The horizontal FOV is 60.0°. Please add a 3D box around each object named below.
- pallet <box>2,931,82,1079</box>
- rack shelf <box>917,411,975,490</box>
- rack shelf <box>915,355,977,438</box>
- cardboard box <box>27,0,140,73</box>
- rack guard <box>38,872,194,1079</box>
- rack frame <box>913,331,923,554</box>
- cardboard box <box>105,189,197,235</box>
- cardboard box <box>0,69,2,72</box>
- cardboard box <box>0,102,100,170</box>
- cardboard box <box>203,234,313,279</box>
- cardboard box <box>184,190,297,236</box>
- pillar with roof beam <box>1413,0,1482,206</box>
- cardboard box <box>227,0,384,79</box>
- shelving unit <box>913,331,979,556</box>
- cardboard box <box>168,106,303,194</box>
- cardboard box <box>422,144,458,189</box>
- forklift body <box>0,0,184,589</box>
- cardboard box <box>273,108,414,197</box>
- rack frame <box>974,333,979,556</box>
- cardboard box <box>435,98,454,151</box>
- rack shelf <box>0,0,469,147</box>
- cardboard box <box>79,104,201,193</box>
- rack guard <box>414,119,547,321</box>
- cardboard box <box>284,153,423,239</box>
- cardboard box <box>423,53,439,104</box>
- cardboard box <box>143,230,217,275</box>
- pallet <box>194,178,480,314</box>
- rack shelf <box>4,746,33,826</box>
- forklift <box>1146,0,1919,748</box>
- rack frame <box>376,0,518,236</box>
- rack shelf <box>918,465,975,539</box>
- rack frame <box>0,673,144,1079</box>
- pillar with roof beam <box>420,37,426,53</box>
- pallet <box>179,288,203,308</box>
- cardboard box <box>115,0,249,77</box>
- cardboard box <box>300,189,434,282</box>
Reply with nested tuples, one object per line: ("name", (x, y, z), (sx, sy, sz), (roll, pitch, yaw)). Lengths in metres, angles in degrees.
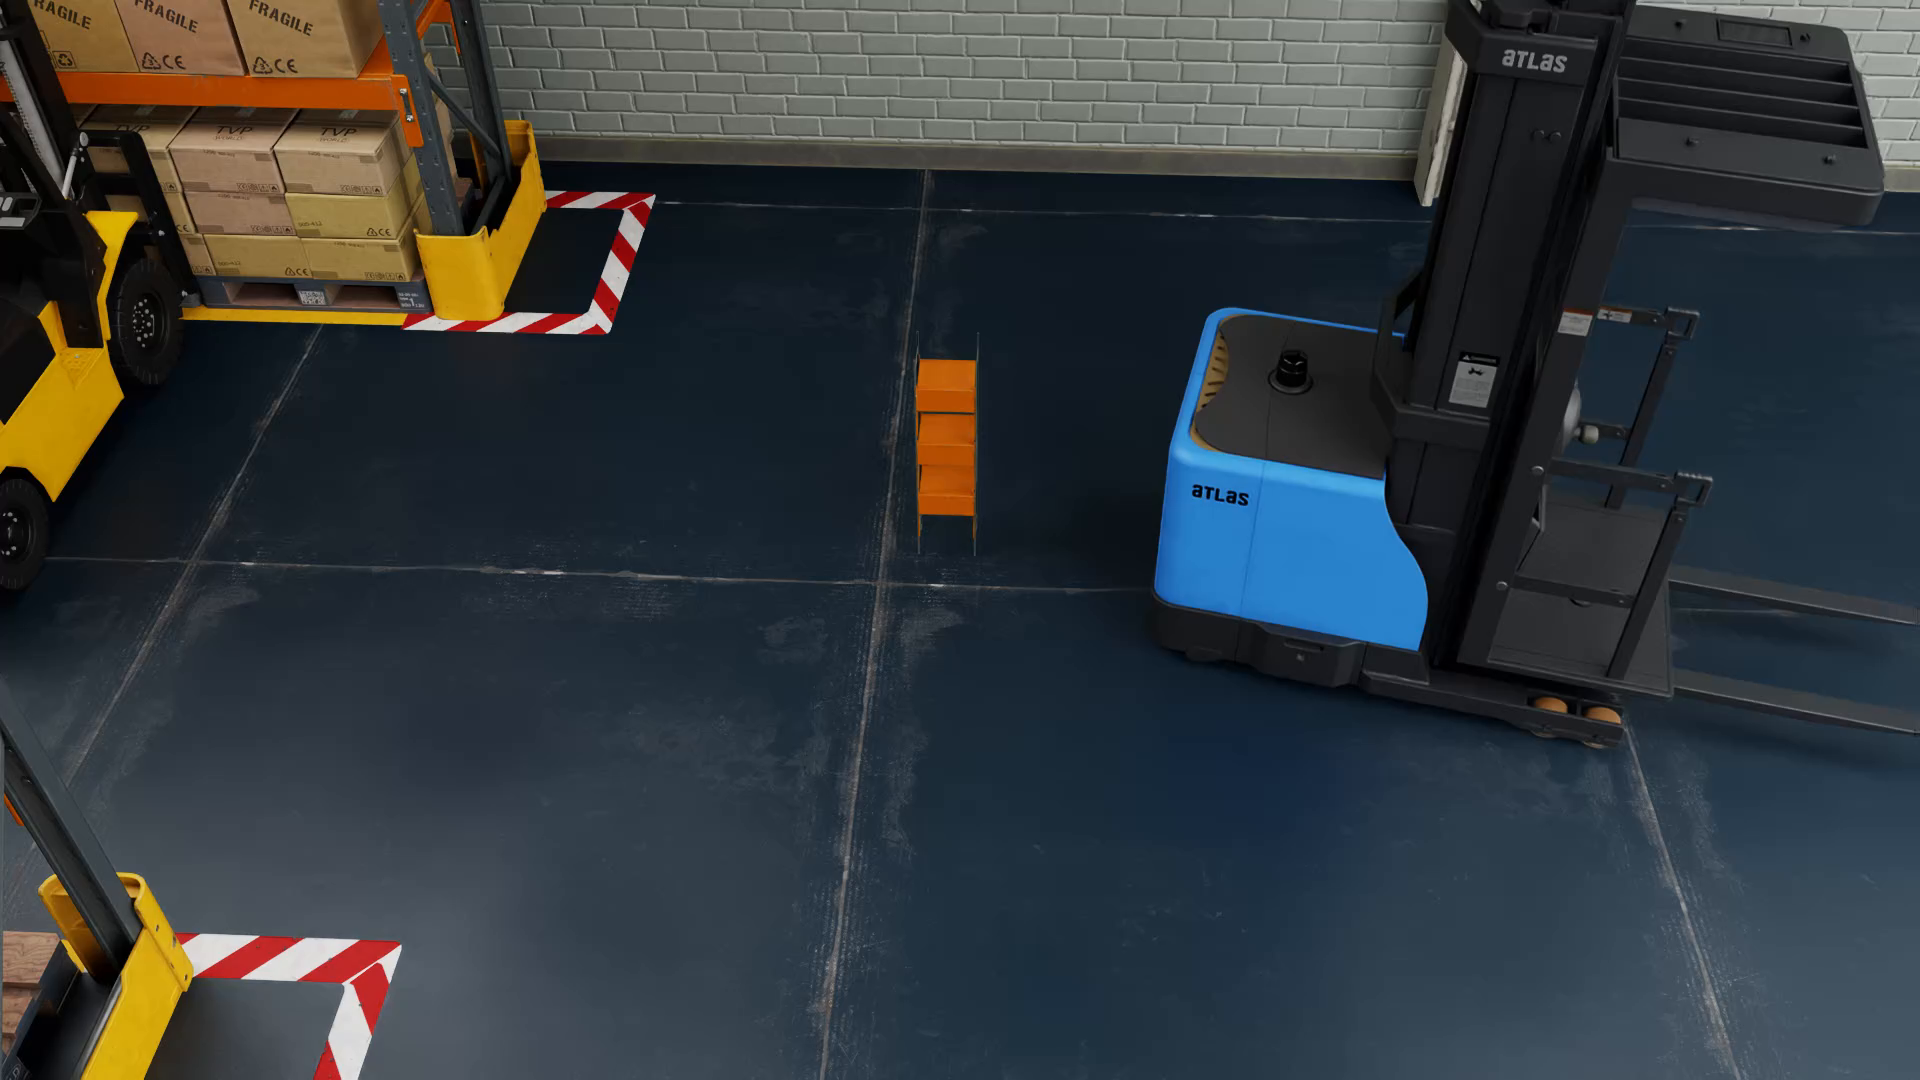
("pallet", (-3.646, 1.724, 5.329), (1.213, 0.211, 1.003), (2, 43, 2))
("rack shelf", (-0.053, -0.378, 6.986), (0.240, 0.259, 0.215), (2, 43, 2))
("rack shelf", (-0.053, -0.586, 6.793), (0.240, 0.259, 0.215), (2, 43, 2))
("cardboard box", (-4.074, -2.535, 7.783), (0.500, 0.500, 0.500), (1, 43, 1))
("rack guard", (-2.836, 1.668, 5.178), (0.348, 0.500, 1.175), (2, 43, 2))
("rack frame", (-0.175, -0.390, 6.983), (0.008, 1.050, 0.200), (2, 43, 2))
("cardboard box", (-4.058, -1.781, 8.389), (0.500, 0.250, 0.500), (1, 43, 1))
("cardboard box", (-4.577, -2.543, 7.791), (0.500, 0.500, 0.500), (2, 43, 2))
("cardboard box", (-4.535, -1.981, 8.237), (0.500, 0.250, 0.500), (1, 43, 1))
("cardboard box", (-3.521, -1.593, 8.554), (0.500, 0.250, 0.500), (2, 43, 2))
("cardboard box", (-3.542, -1.780, 8.388), (0.500, 0.250, 0.500), (1, 43, 1))
("pillar with roof beam", (2.604, -2.339, 3.245), (0.400, 9.000, 9.100), (2, 43, 2))
("cardboard box", (-3.044, -2.497, 7.742), (0.500, 0.500, 0.500), (1, 43, 1))
("shelving unit", (-0.053, -0.386, 6.979), (0.252, 1.050, 0.215), (2, 43, 2))
("cardboard box", (-3.525, -1.951, 8.205), (0.500, 0.250, 0.500), (2, 43, 3))
("cardboard box", (-3.023, -1.920, 8.905), (0.500, 0.250, 0.500), (2, 43, 2))
("forklift body", (-4.517, -1.130, 6.970), (1.214, 2.155, 2.313), (2, 43, 2))
("cardboard box", (-3.015, -1.940, 8.193), (0.500, 0.250, 0.500), (3, 43, 3))
("rack frame", (0.068, -0.382, 6.975), (0.008, 1.050, 0.200), (2, 43, 2))
("cardboard box", (-3.001, -2.111, 8.743), (0.500, 0.250, 0.500), (2, 43, 3))
("rack shelf", (-4.539, -2.423, 8.263), (4.000, 0.370, 1.077), (2, 43, 2))
("cardboard box", (-4.030, -1.960, 8.215), (0.500, 0.250, 0.500), (2, 43, 2))
("rack guard", (-2.517, -1.709, 8.803), (0.348, 0.500, 1.175), (2, 43, 2))
("cardboard box", (-3.041, -1.757, 8.363), (0.500, 0.250, 0.500), (1, 43, 1))
("cardboard box", (-3.012, -2.282, 8.560), (0.500, 0.250, 0.500), (1, 43, 1))
("cardboard box", (-4.020, -1.615, 8.577), (0.500, 0.250, 0.500), (2, 43, 2))
("pallet", (-3.307, -1.599, 8.897), (1.213, 0.211, 1.003), (2, 43, 2))
("rack shelf", (-4.758, 0.957, 4.635), (4.000, 0.370, 1.077), (2, 43, 2))
("forklift", (2.340, -0.669, 5.903), (3.031, 2.935, 1.130), (11, 44, 11))
("rack frame", (-2.541, -2.625, 7.952), (0.127, 3.000, 1.000), (2, 43, 2))
("rack shelf", (-0.053, -0.175, 7.176), (0.240, 0.259, 0.215), (2, 43, 2))
("rack frame", (-2.761, 0.755, 4.324), (0.127, 3.000, 1.000), (2, 43, 2))
("pillar with roof beam", (-3.390, -2.523, 3.442), (0.400, 9.000, 9.100), (2, 43, 2))
("pallet", (-4.522, -1.639, 8.939), (1.213, 0.211, 1.003), (2, 43, 2))
("cardboard box", (-3.562, -2.520, 7.766), (0.500, 0.500, 0.500), (3, 43, 3))
("cardboard box", (-3.024, -1.571, 8.531), (0.500, 0.250, 0.500), (2, 43, 2))
